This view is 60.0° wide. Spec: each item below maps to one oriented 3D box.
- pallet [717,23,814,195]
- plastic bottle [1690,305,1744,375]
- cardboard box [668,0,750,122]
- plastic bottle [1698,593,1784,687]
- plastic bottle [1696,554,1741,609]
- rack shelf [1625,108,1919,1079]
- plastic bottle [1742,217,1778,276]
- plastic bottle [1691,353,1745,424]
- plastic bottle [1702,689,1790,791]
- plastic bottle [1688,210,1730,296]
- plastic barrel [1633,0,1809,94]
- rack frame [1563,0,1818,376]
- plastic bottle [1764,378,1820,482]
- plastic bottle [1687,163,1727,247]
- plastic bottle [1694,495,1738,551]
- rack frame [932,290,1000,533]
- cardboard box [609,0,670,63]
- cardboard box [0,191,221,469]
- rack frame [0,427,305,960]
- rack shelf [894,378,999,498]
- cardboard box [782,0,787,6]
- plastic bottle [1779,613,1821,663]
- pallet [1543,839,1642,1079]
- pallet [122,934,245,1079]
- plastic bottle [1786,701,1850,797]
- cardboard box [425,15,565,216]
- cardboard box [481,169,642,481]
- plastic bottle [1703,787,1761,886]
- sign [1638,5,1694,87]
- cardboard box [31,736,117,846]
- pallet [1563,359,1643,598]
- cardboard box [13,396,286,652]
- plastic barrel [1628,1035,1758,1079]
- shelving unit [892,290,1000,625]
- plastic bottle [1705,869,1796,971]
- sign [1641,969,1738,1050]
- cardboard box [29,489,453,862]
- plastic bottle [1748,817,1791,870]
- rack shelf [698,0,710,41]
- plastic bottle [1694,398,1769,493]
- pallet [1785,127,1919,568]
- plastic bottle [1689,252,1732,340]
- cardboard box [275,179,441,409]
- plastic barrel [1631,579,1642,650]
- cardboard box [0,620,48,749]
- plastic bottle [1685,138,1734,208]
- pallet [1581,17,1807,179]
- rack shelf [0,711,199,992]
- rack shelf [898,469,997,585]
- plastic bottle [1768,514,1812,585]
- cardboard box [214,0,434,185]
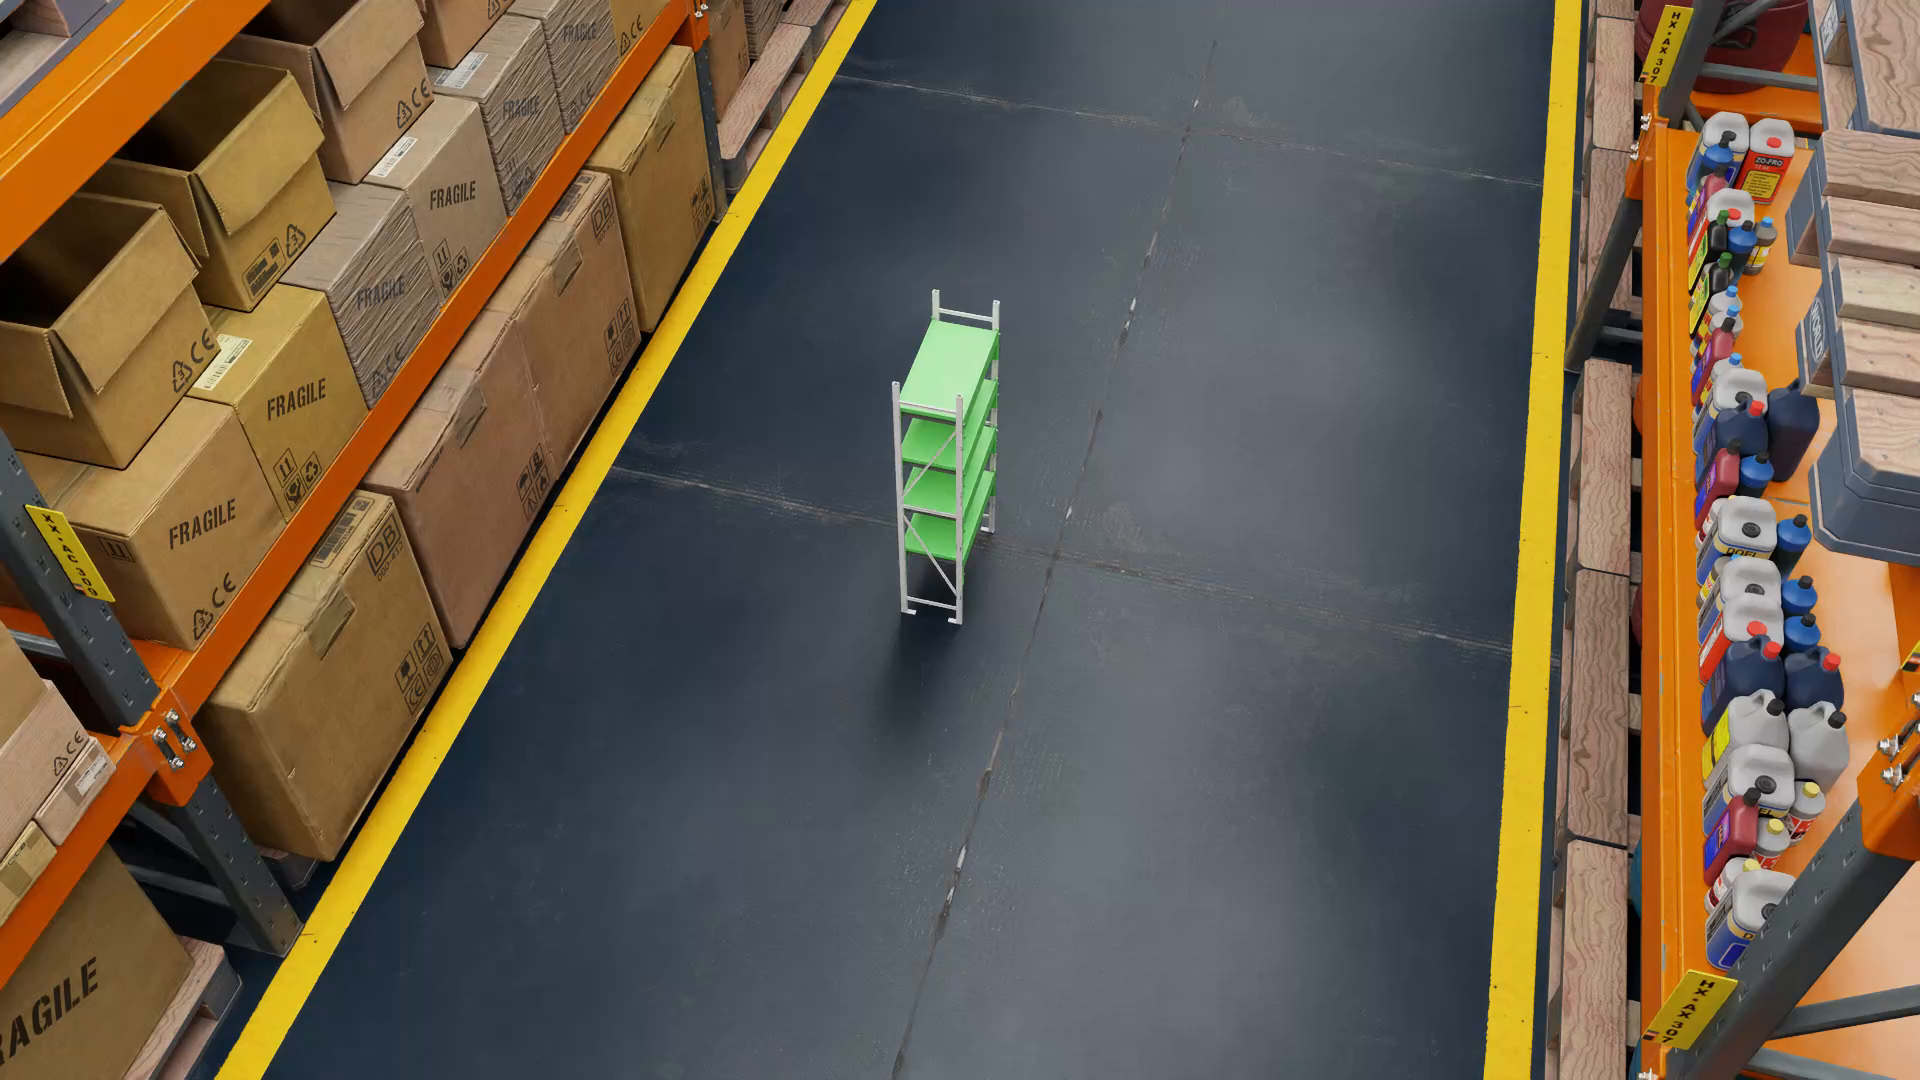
[{"bbox_3d":[-1.417,-2.296,8.554,1.003,0.211,1.213,12,50,10],"label":"pallet"},{"bbox_3d":[2.428,-0.637,5.316,0.097,0.271,0.097,0,49,0],"label":"plastic bottle"},{"bbox_3d":[-1.468,-2.460,8.213,0.700,0.500,0.500,9,49,8],"label":"cardboard box"},{"bbox_3d":[2.122,0.281,4.503,0.152,0.276,0.135,12,50,10],"label":"plastic bottle"},{"bbox_3d":[2.161,0.119,4.696,0.097,0.201,0.097,0,49,0],"label":"plastic bottle"},{"bbox_3d":[2.627,0.009,5.140,1.077,0.370,4.000,12,50,10],"label":"rack shelf"},{"bbox_3d":[2.731,-1.015,5.697,0.097,0.201,0.097,0,49,0],"label":"plastic bottle"},{"bbox_3d":[2.367,-0.470,5.169,0.097,0.271,0.097,0,49,0],"label":"plastic bottle"},{"bbox_3d":[2.027,0.504,4.256,0.144,0.351,0.185,12,50,10],"label":"plastic bottle"},{"bbox_3d":[2.527,-0.966,5.598,0.061,0.283,0.133,12,50,10],"label":"plastic bottle"},{"bbox_3d":[2.984,-2.116,6.445,0.600,0.536,0.708,12,50,10],"label":"plastic barrel"},{"bbox_3d":[3.154,-1.676,6.147,1.000,3.000,0.127,12,50,10],"label":"rack frame"},{"bbox_3d":[2.499,-0.360,5.019,0.144,0.351,0.185,12,50,10],"label":"plastic bottle"},{"bbox_3d":[2.597,-1.159,5.769,0.061,0.283,0.133,12,50,10],"label":"plastic bottle"},{"bbox_3d":[2.222,-0.049,4.844,0.097,0.201,0.097,0,49,0],"label":"plastic bottle"},{"bbox_3d":[0.021,-0.454,6.269,0.240,1.200,0.015,12,50,10],"label":"rack frame"},{"bbox_3d":[-1.515,-2.281,6.614,0.500,0.500,0.500,13,50,11],"label":"cardboard box"},{"bbox_3d":[-2.517,-0.589,4.452,0.797,0.503,0.637,10,49,9],"label":"cardboard box"},{"bbox_3d":[-2.677,0.240,4.456,1.000,3.000,0.127,12,50,10],"label":"rack frame"},{"bbox_3d":[-0.044,-0.394,5.981,0.258,0.148,0.480,12,50,10],"label":"rack shelf"},{"bbox_3d":[-1.191,-3.275,8.933,0.700,0.500,0.500,15,50,13],"label":"cardboard box"},{"bbox_3d":[2.247,0.293,4.495,0.097,0.271,0.097,0,49,0],"label":"plastic bottle"},{"bbox_3d":[2.344,1.590,5.125,1.003,0.211,1.213,12,50,10],"label":"pallet"},{"bbox_3d":[-2.953,1.697,5.030,1.003,0.211,1.213,12,50,10],"label":"pallet"},{"bbox_3d":[2.166,0.533,4.231,0.144,0.351,0.185,12,50,10],"label":"plastic bottle"},{"bbox_3d":[-1.786,-1.545,5.965,0.500,0.500,0.500,10,49,9],"label":"cardboard box"},{"bbox_3d":[-2.068,-0.951,6.644,1.225,0.875,0.875,12,50,10],"label":"cardboard box"},{"bbox_3d":[1.910,0.731,4.101,0.061,0.283,0.133,12,50,10],"label":"plastic bottle"},{"bbox_3d":[2.621,-1.833,6.177,0.100,0.325,0.005,12,50,10],"label":"sign"},{"bbox_3d":[-2.442,0.608,4.299,0.380,0.149,0.250,12,50,10],"label":"cardboard box"},{"bbox_3d":[2.986,-0.175,6.682,1.003,0.211,1.213,12,50,10],"label":"pallet"},{"bbox_3d":[-2.315,-0.077,4.669,0.500,0.500,0.500,12,50,10],"label":"cardboard box"},{"bbox_3d":[2.261,1.383,4.567,0.600,0.901,0.708,12,50,10],"label":"plastic barrel"},{"bbox_3d":[-0.044,-0.277,6.113,0.258,1.200,0.503,12,50,10],"label":"shelving unit"},{"bbox_3d":[1.893,0.910,3.948,0.152,0.276,0.135,12,50,10],"label":"plastic bottle"},{"bbox_3d":[1.571,1.016,3.587,0.100,0.325,0.005,12,50,10],"label":"sign"},{"bbox_3d":[-2.528,0.337,5.508,1.225,0.875,0.875,12,50,10],"label":"cardboard box"},{"bbox_3d":[1.991,0.760,4.130,0.097,0.201,0.097,0,49,0],"label":"plastic bottle"},{"bbox_3d":[-1.098,-3.862,8.556,1.077,0.370,4.000,12,50,10],"label":"rack shelf"},{"bbox_3d":[2.317,-0.293,4.959,0.144,0.351,0.185,12,50,10],"label":"plastic bottle"},{"bbox_3d":[2.213,-0.299,3.057,1.213,0.211,1.003,12,50,10],"label":"pallet"},{"bbox_3d":[2.466,-0.799,5.451,0.061,0.283,0.133,12,50,10],"label":"plastic bottle"},{"bbox_3d":[-2.052,-0.802,5.310,0.500,0.500,0.500,11,49,9],"label":"cardboard box"},{"bbox_3d":[2.744,0.157,5.858,0.600,0.588,0.708,12,50,10],"label":"plastic barrel"},{"bbox_3d":[-2.540,0.328,3.780,0.500,0.500,0.500,13,50,11],"label":"cardboard box"},{"bbox_3d":[2.671,-1.306,5.906,0.097,0.271,0.097,0,49,0],"label":"plastic bottle"},{"bbox_3d":[3.718,-2.186,8.457,1.003,0.211,1.213,12,50,10],"label":"pallet"},{"bbox_3d":[-3.204,1.925,3.449,1.077,0.370,4.000,12,50,10],"label":"rack shelf"},{"bbox_3d":[-0.044,-0.076,6.341,0.258,0.148,0.480,12,50,10],"label":"rack shelf"},{"bbox_3d":[2.343,0.028,4.729,0.097,0.271,0.097,0,49,0],"label":"plastic bottle"},{"bbox_3d":[-2.177,-1.535,5.288,0.797,0.503,0.637,13,50,11],"label":"cardboard box"}]
